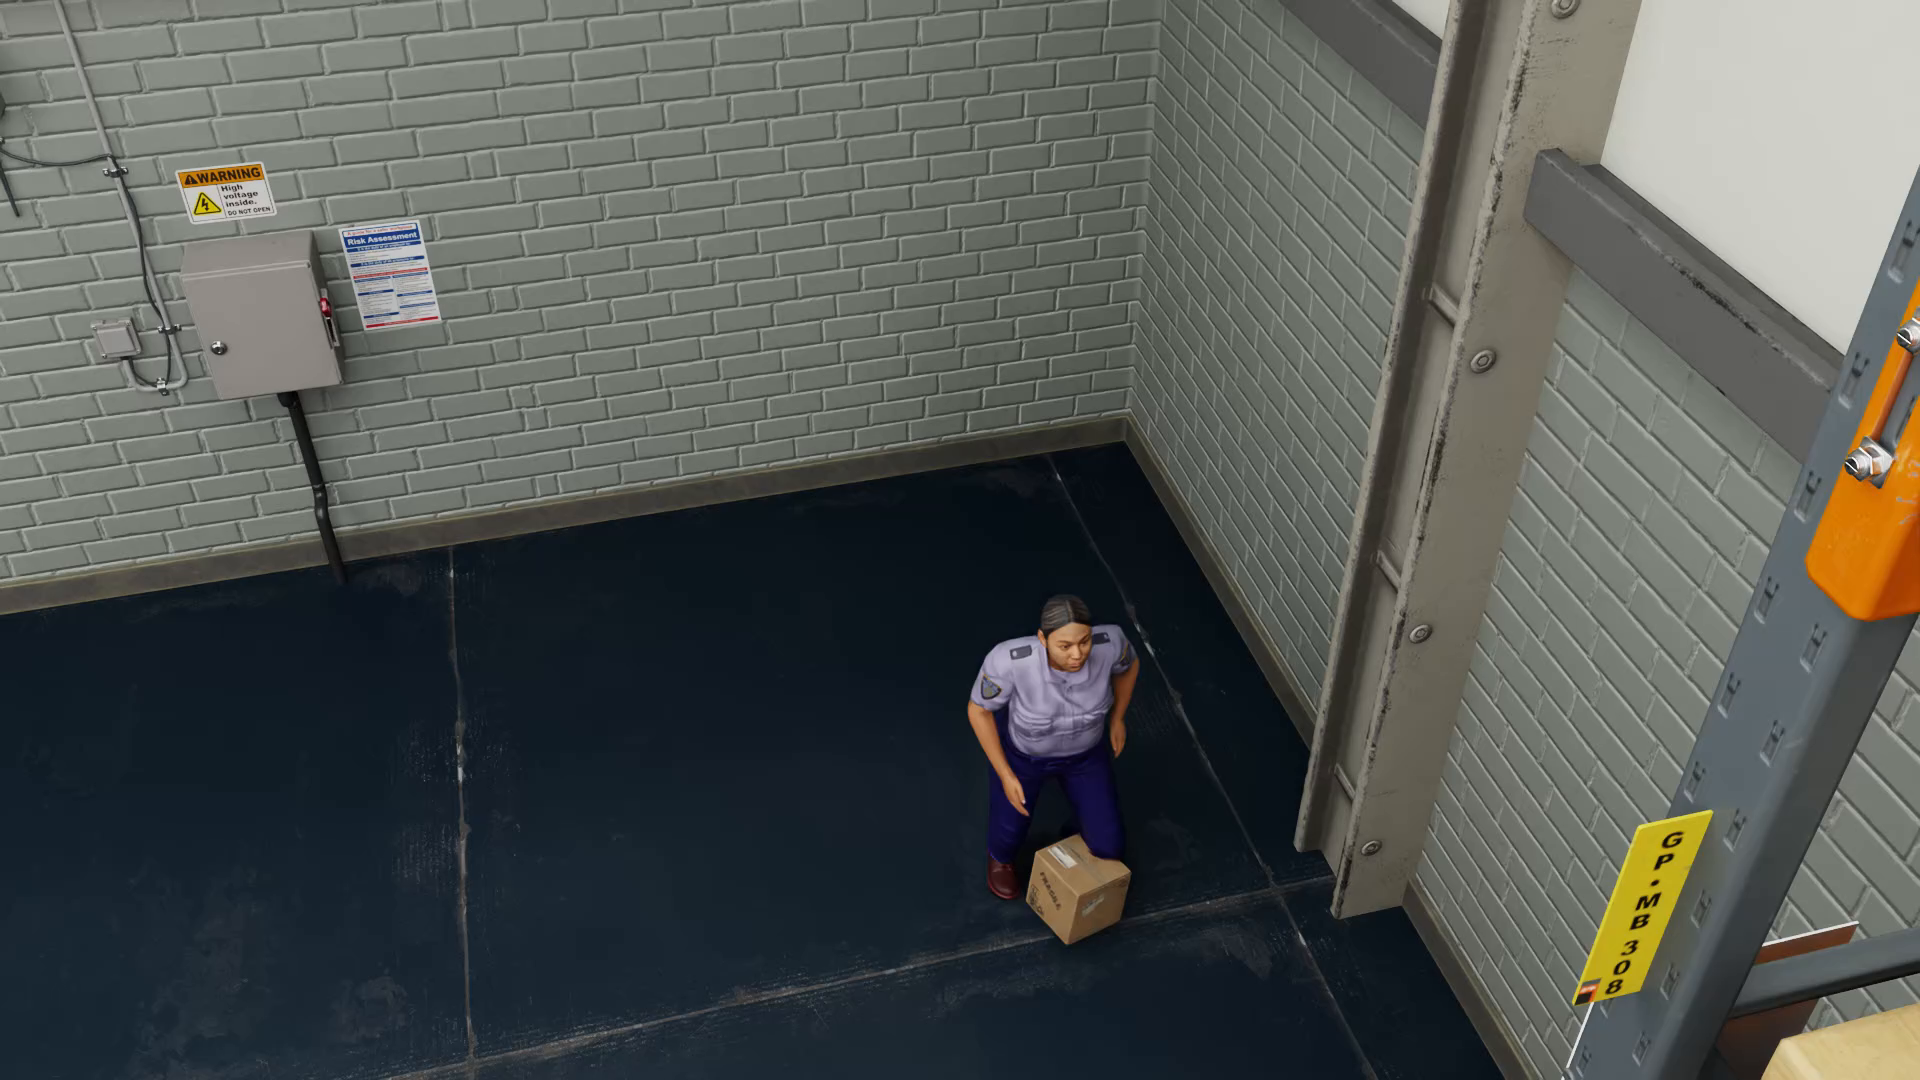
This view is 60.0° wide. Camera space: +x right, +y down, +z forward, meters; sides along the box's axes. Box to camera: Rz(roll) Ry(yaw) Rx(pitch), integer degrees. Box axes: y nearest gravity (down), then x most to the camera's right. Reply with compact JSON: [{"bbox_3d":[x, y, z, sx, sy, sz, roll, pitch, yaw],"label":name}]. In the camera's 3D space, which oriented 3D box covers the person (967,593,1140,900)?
[{"bbox_3d":[0.328,0.736,5.849,0.623,1.584,0.585,-7,39,-8],"label":"person"}]
